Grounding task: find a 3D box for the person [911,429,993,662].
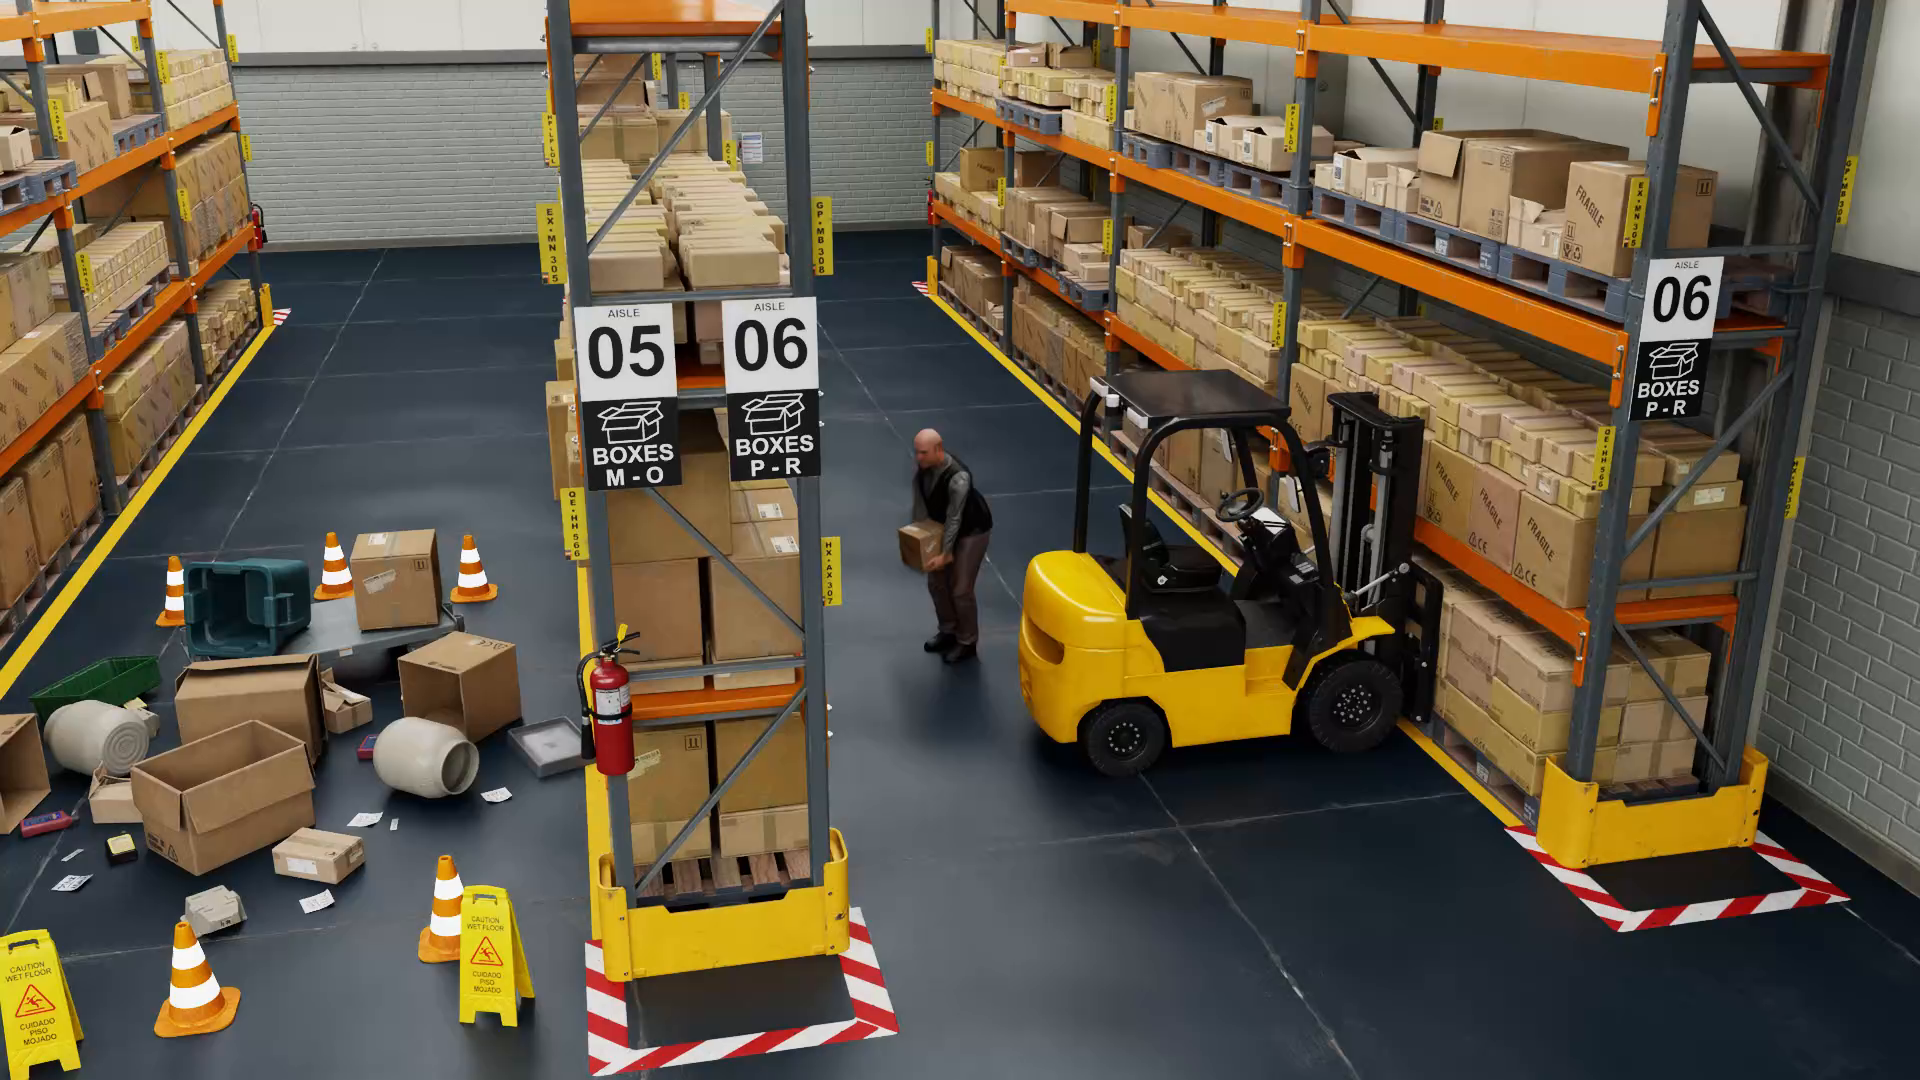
[{"bbox_3d":[-0.076,0.010,11.205,0.615,1.644,0.477,-18,26,-40],"label":"person"}]
